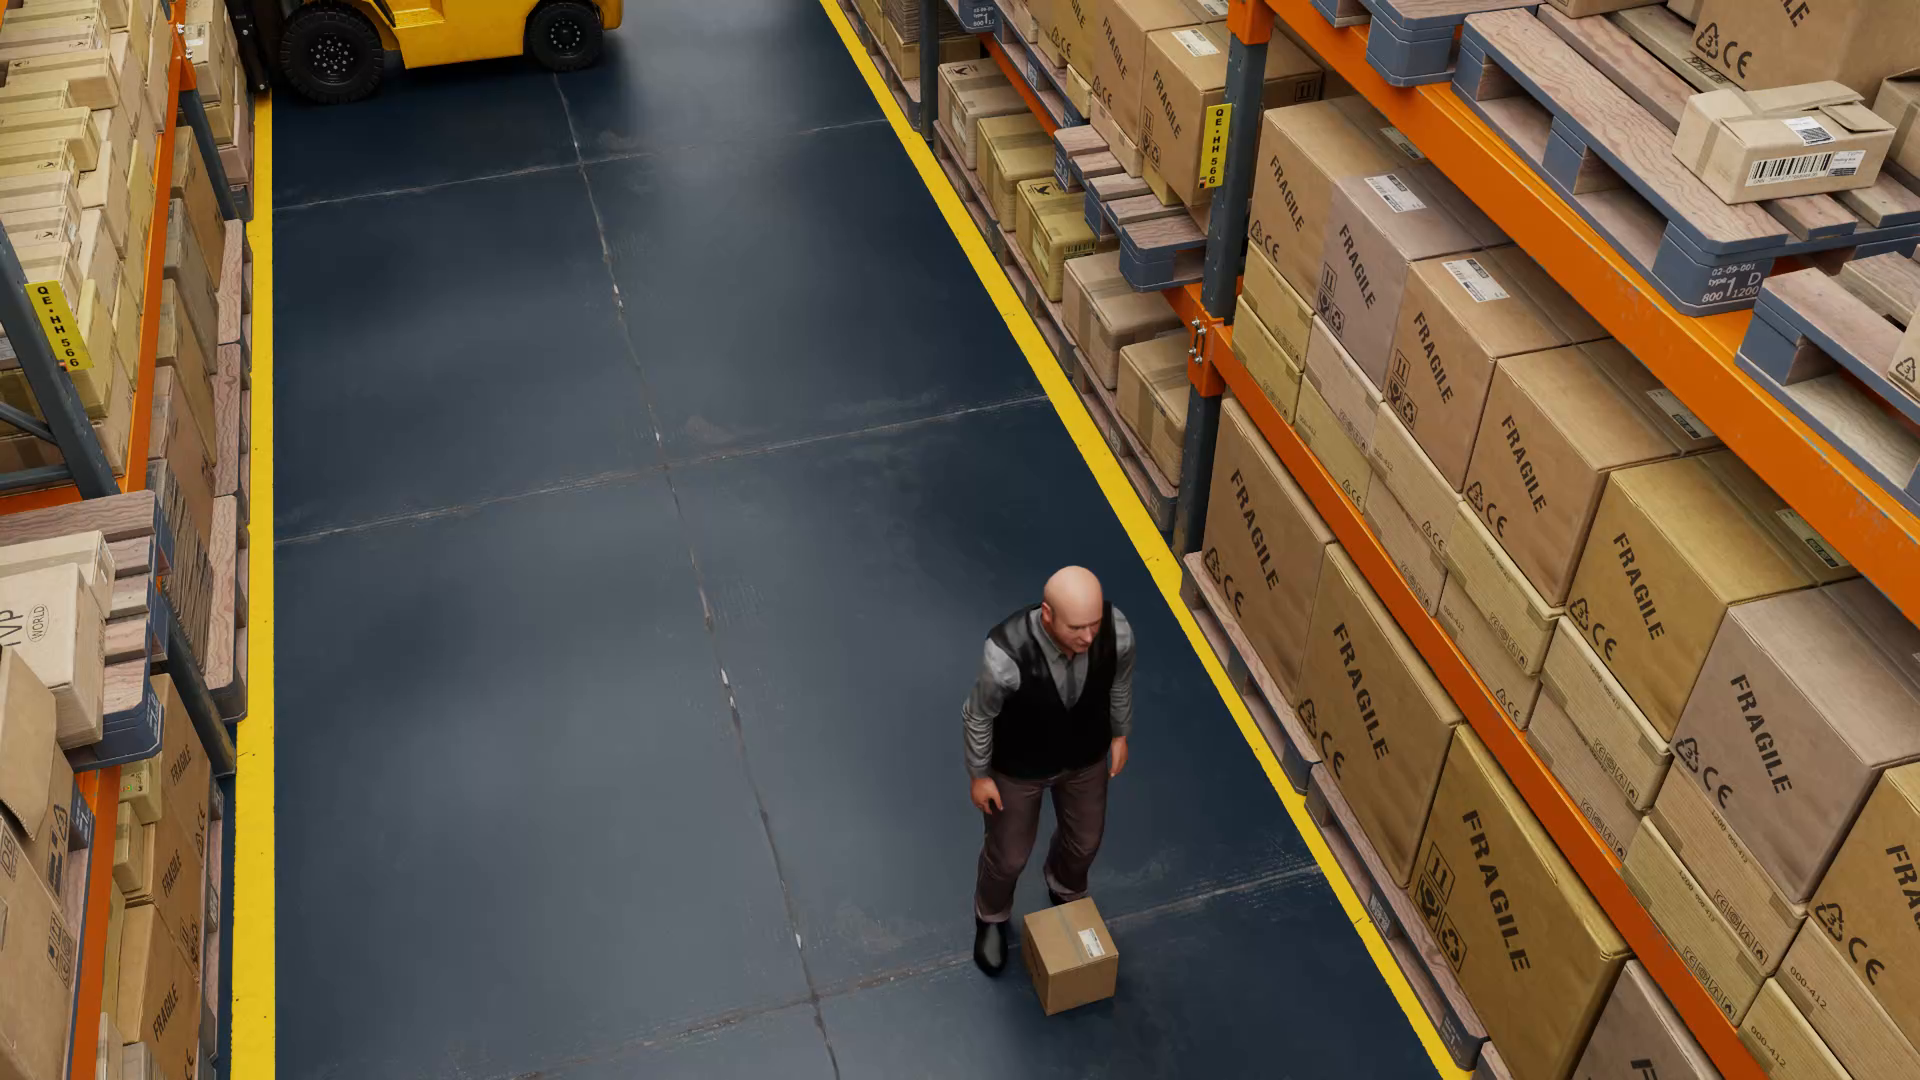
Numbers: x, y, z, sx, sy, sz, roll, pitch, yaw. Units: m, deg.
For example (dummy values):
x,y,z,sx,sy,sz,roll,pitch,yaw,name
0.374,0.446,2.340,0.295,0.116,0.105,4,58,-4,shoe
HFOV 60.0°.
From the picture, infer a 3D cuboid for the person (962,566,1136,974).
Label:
x,y,z,sx,sy,sz,roll,pitch,yaw,name
0.283,0.697,5.404,0.581,1.719,0.421,-14,44,-15,person
